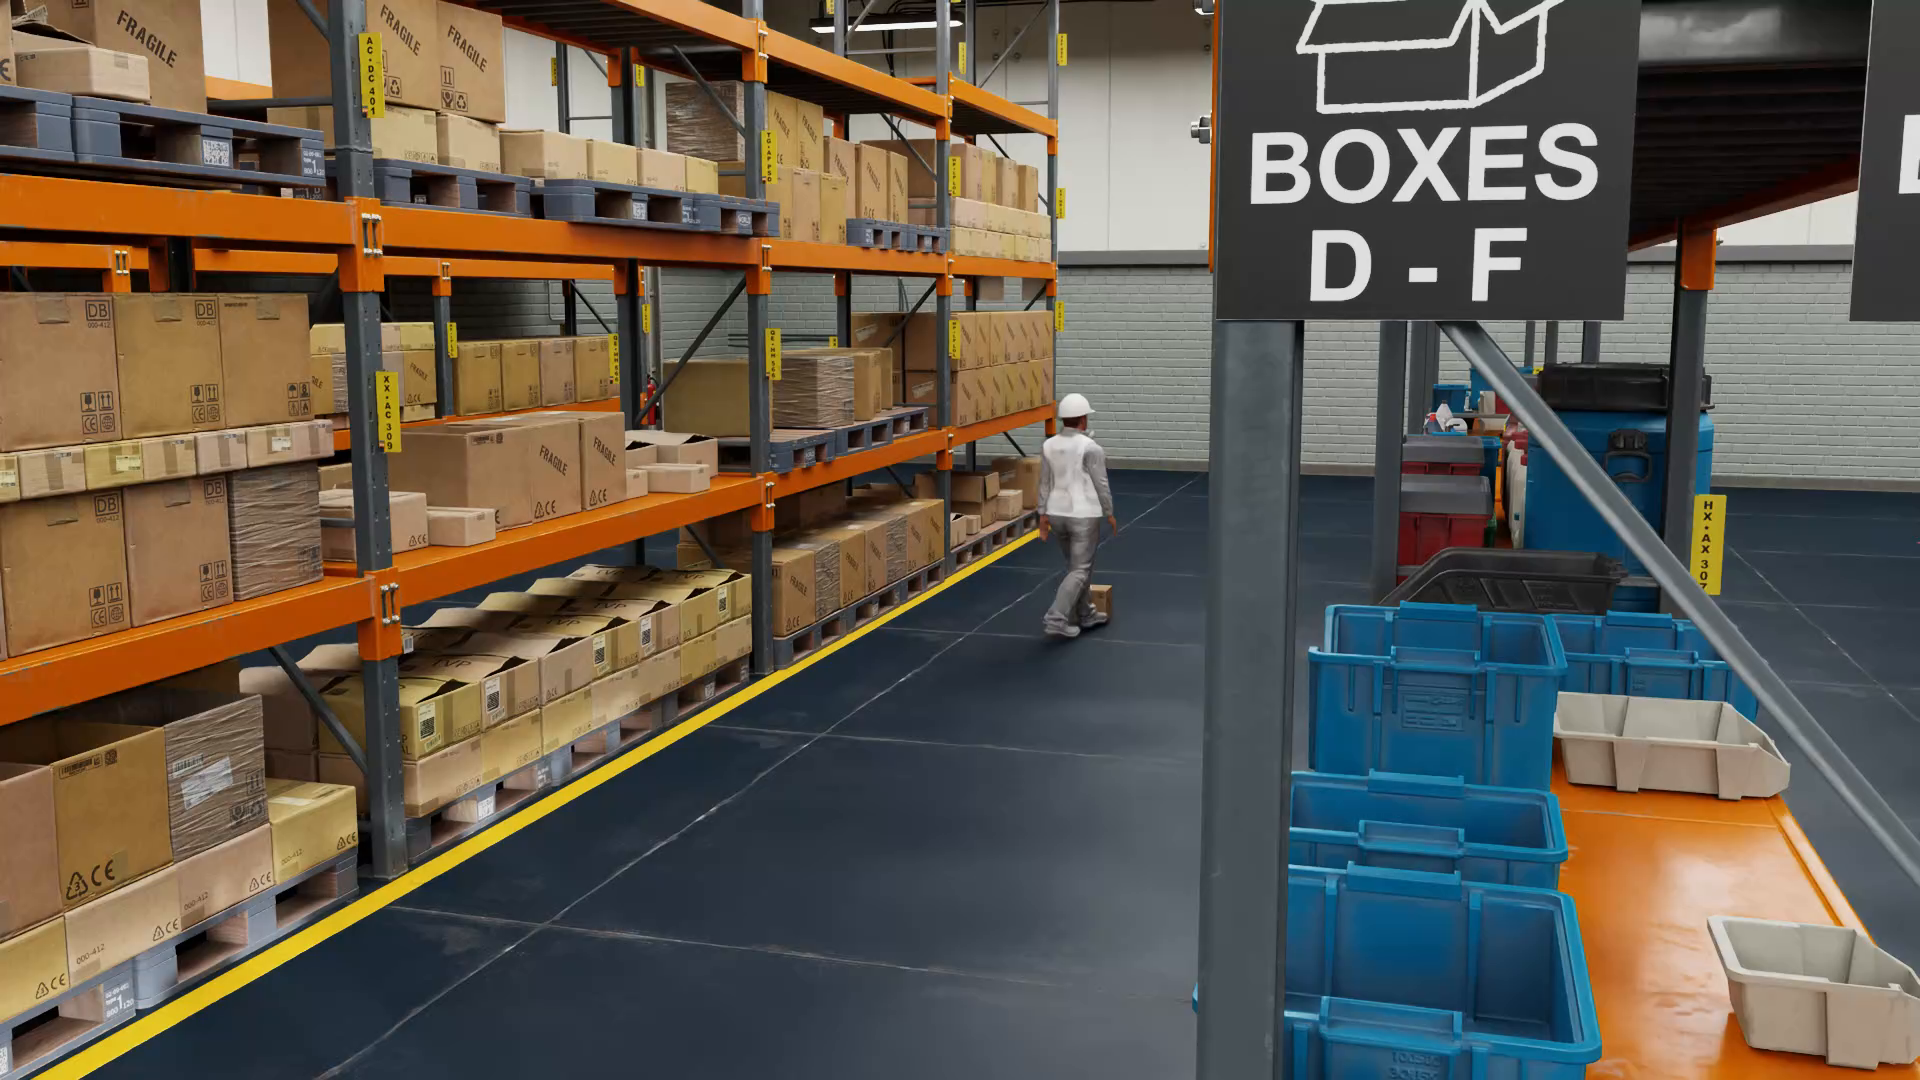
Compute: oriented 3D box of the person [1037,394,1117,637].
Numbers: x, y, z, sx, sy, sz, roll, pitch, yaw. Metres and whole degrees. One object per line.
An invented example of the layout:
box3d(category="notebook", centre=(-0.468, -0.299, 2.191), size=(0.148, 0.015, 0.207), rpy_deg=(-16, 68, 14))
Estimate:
box3d(category="person", centre=(0.882, -0.187, 12.020), size=(0.546, 1.741, 0.884), rpy_deg=(8, 11, 44))
